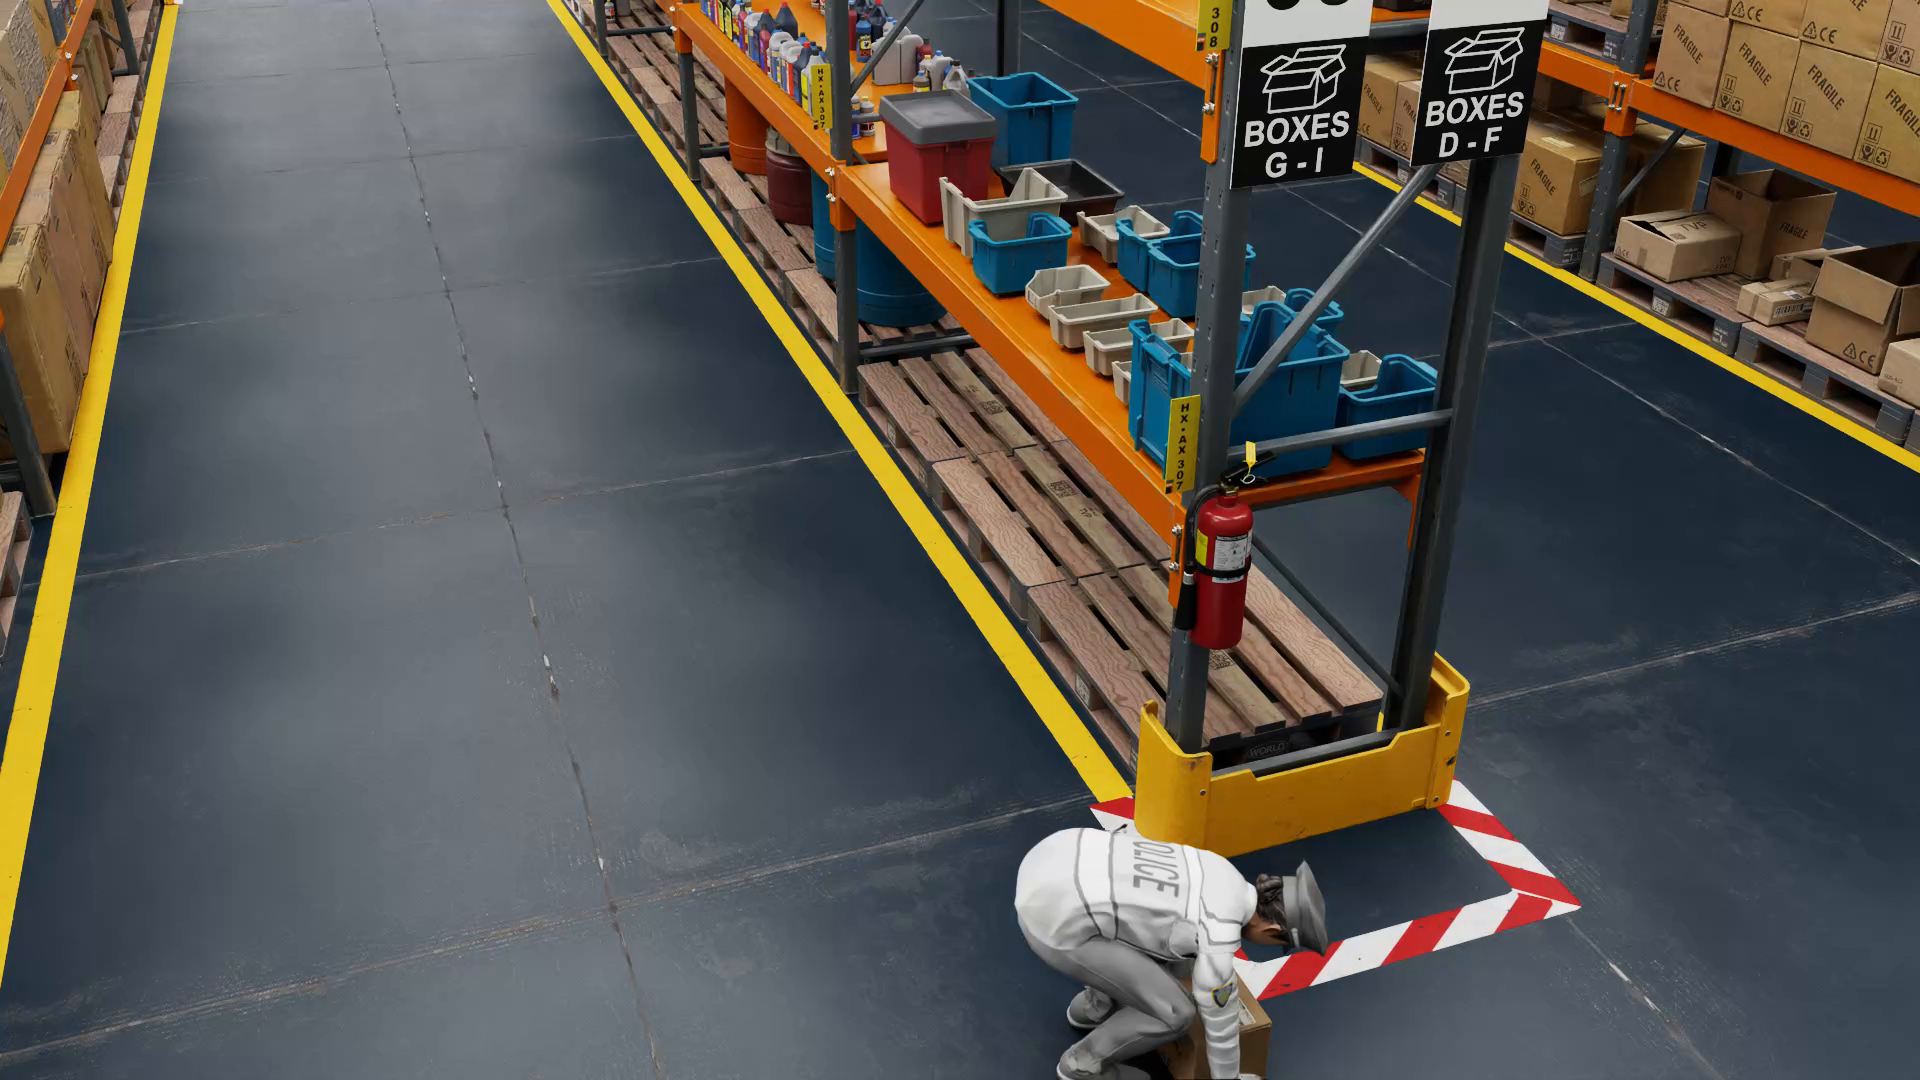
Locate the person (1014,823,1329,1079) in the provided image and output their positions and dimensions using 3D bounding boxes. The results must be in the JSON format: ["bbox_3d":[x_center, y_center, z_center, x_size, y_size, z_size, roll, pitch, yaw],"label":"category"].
[{"bbox_3d":[0.611,1.239,4.866,0.902,0.811,0.467,4,30,7],"label":"person"}]
